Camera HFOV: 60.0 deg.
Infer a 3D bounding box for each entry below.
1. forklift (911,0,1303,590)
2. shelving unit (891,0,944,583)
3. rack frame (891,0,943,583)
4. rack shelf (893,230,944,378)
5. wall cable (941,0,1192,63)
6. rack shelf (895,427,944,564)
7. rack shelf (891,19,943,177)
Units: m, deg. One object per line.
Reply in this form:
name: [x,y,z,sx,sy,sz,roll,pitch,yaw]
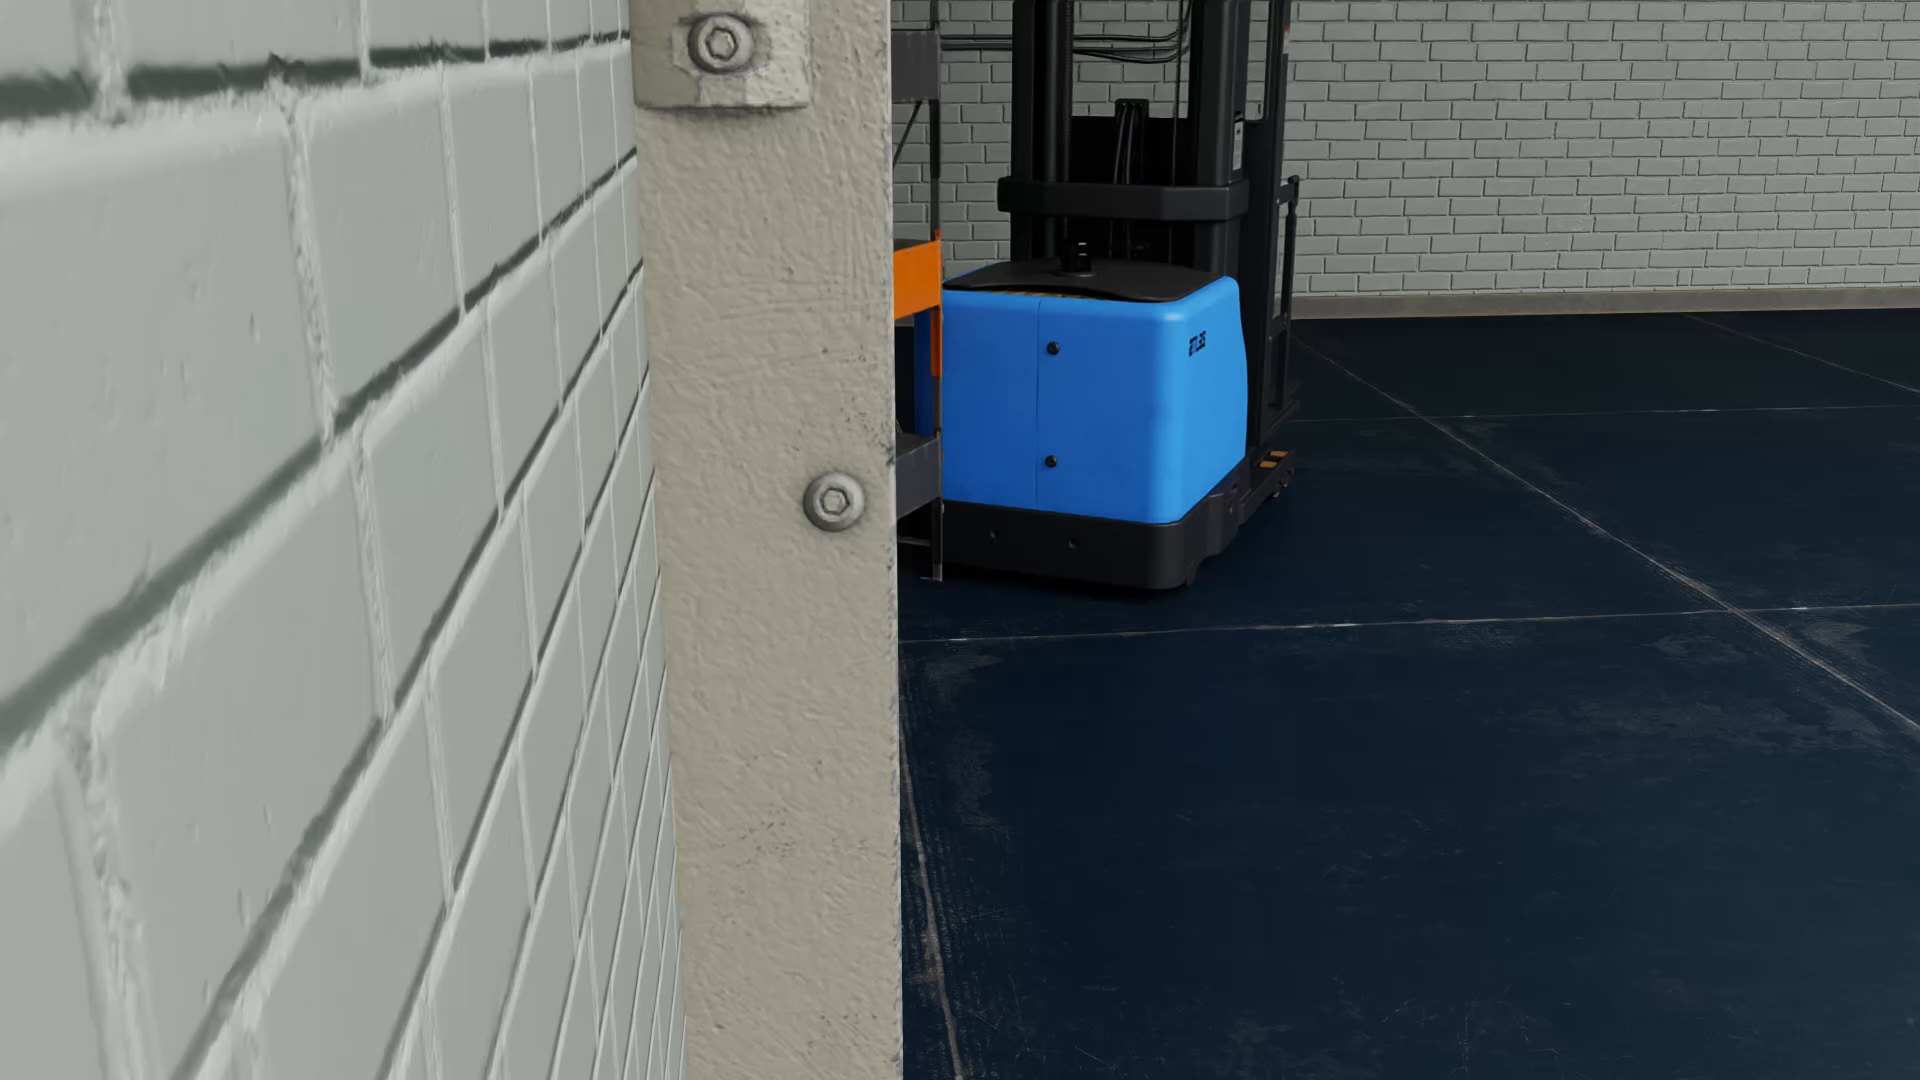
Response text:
forklift: [0.854,-1.622,6.951,1.130,2.935,3.031,7,19,22]
shelving unit: [-0.352,-0.803,5.729,0.431,2.100,0.503,8,19,24]
rack frame: [-0.249,-0.869,5.940,0.400,2.100,0.015,8,19,24]
rack shelf: [-0.352,-0.790,5.733,0.431,0.518,0.480,8,19,24]
wall cable: [0.138,-4.271,10.442,3.097,2.526,0.112,-2,18,-6]
rack shelf: [-0.352,-0.122,5.943,0.431,0.518,0.480,8,19,24]
rack shelf: [-0.352,-1.458,5.523,0.431,0.518,0.480,8,19,24]
